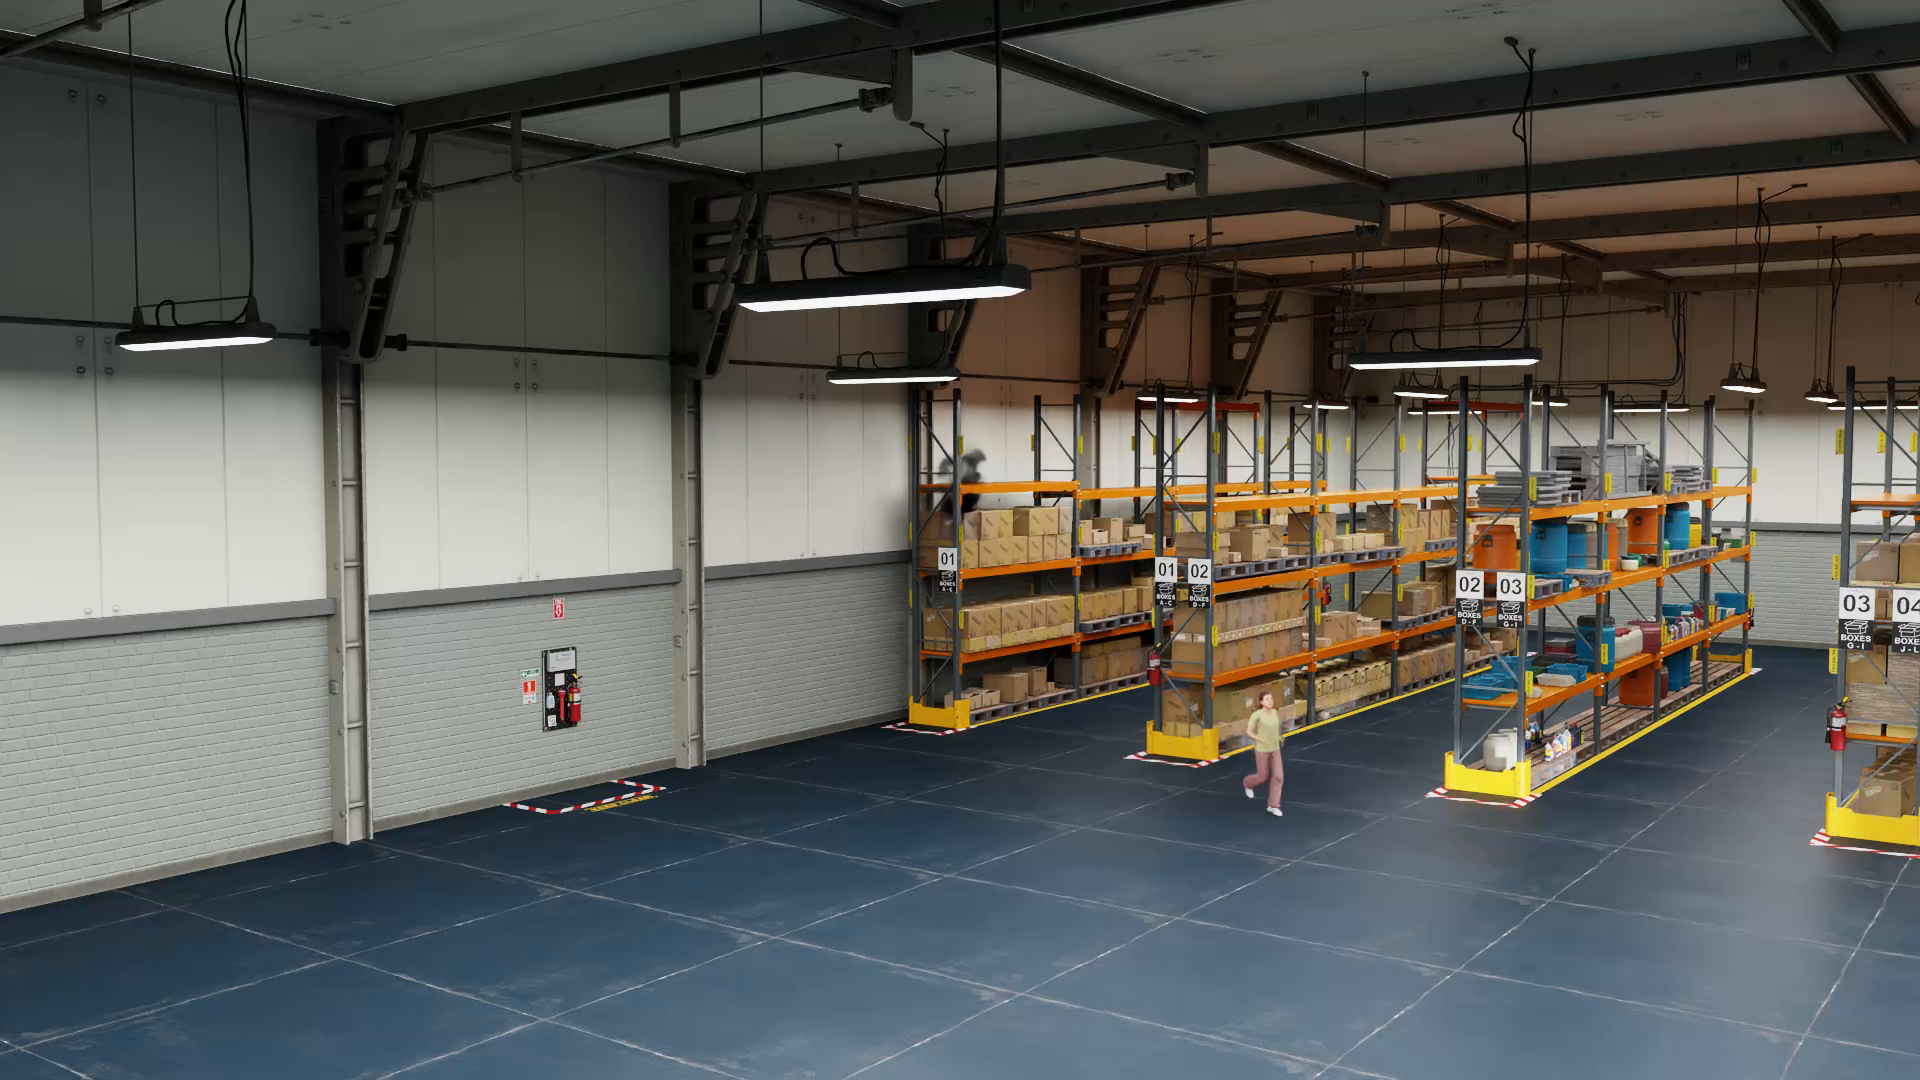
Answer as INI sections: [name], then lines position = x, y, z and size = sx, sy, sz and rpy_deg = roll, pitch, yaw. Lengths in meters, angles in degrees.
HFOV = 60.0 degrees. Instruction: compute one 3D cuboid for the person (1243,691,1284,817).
[person]
position = 4.184, 2.890, 22.771
size = 0.587, 1.664, 0.866
rpy_deg = -1, 4, -23
